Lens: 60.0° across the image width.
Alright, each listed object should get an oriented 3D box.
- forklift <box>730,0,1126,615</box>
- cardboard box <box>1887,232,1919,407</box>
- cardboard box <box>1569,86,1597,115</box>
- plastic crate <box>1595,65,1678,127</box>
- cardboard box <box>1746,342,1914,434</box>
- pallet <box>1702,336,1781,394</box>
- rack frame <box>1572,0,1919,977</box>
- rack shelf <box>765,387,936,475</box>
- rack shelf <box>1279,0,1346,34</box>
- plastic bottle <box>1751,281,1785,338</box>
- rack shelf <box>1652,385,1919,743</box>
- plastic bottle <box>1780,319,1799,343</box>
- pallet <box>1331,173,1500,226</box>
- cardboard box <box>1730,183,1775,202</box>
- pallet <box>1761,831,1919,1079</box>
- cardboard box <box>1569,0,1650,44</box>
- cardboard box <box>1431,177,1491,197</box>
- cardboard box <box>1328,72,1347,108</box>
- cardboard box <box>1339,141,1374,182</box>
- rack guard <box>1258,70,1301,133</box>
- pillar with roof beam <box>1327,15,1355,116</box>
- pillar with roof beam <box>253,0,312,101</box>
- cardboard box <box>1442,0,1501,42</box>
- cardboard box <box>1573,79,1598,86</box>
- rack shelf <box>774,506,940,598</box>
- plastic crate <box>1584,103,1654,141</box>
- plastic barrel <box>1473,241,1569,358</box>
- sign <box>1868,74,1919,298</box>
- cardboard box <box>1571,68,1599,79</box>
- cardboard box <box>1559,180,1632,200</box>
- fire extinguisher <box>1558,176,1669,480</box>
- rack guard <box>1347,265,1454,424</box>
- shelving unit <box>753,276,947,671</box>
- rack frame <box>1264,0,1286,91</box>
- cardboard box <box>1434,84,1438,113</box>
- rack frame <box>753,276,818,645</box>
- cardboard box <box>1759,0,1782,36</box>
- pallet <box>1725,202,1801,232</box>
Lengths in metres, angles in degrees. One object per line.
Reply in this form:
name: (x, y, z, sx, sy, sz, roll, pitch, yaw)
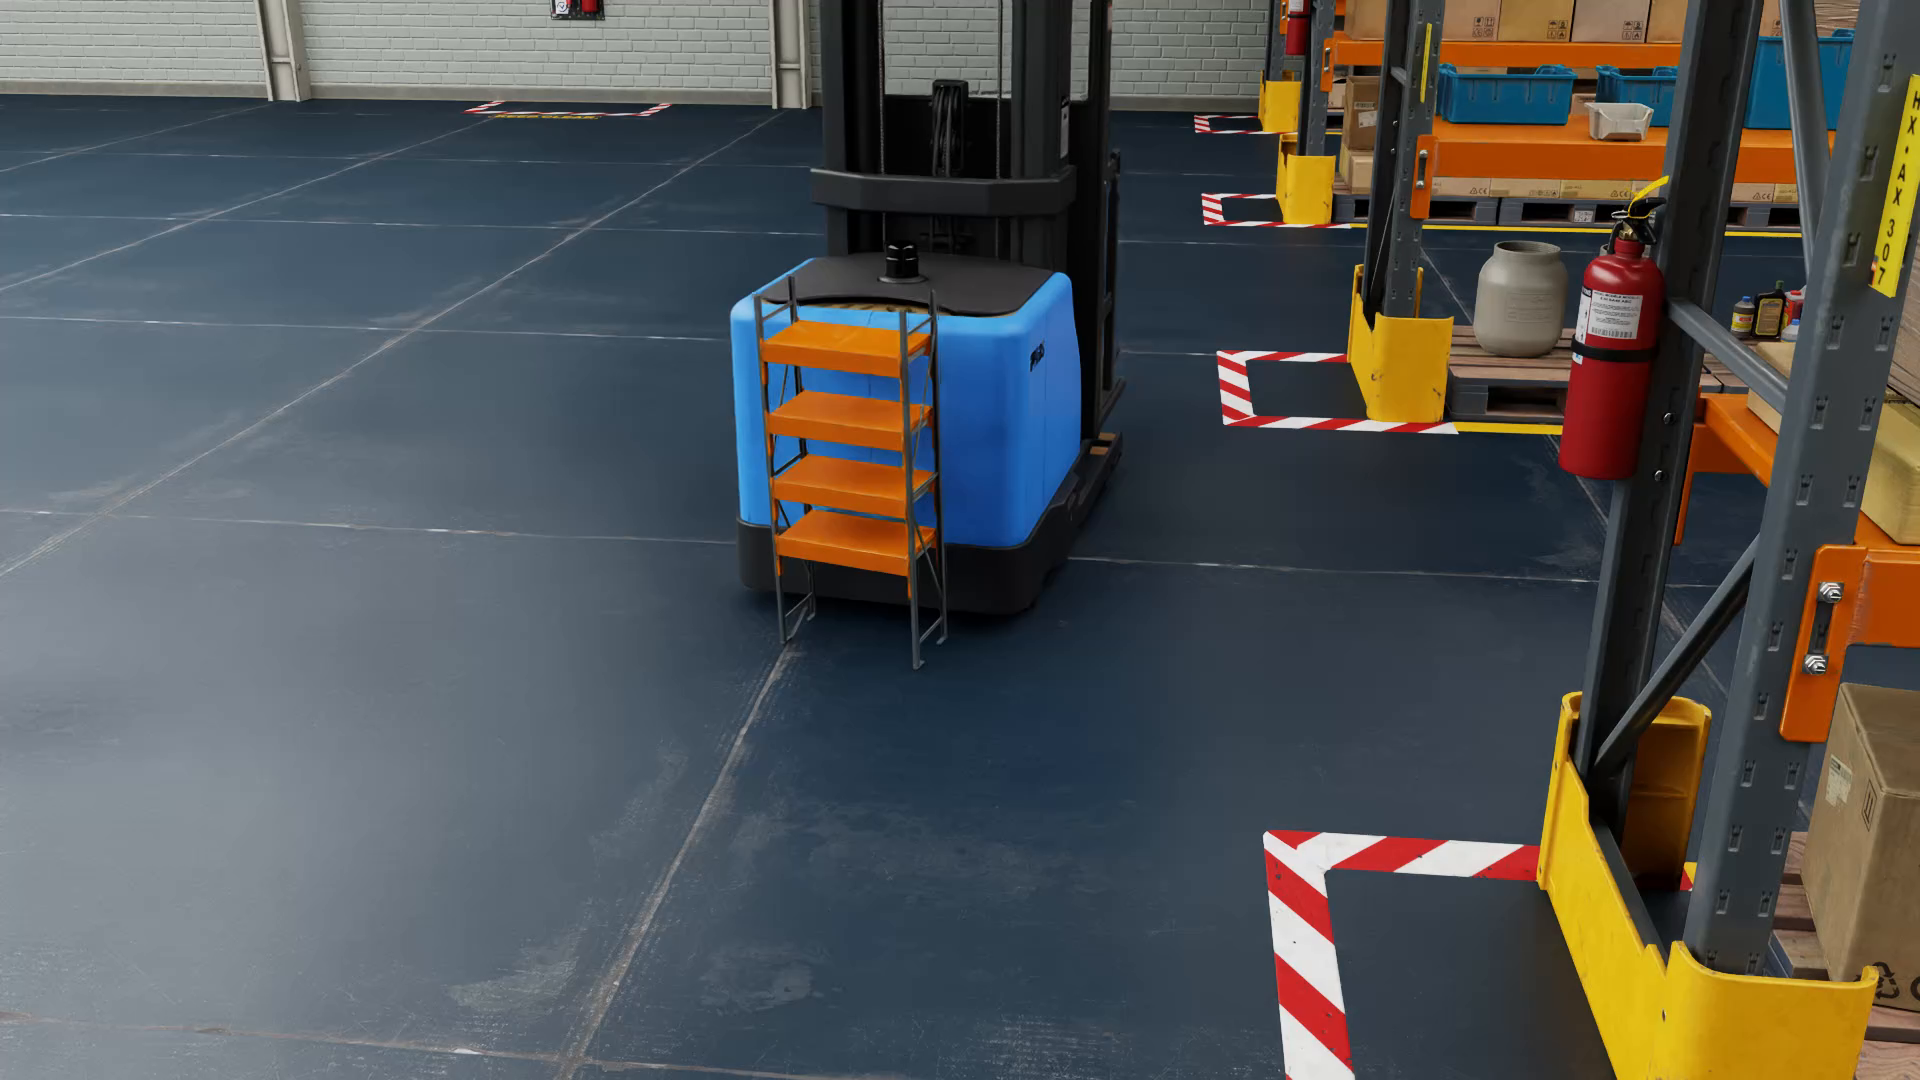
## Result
forklift: (0.084, -1.622, 6.556, 1.130, 2.935, 3.031, 5, 22, 14)
cardboard box: (2.054, -0.489, 3.057, 0.500, 0.500, 0.875, 2, 22, 6)
cardboard box: (4.676, -3.050, 12.224, 0.500, 0.500, 0.500, 2, 22, 6)
plastic crate: (3.271, -2.135, 7.963, 0.408, 0.251, 0.499, 2, 22, 6)
cardboard box: (1.819, -0.285, 3.422, 0.250, 0.149, 0.380, 2, 22, 6)
pallet: (4.189, -0.773, 8.108, 1.213, 0.211, 1.003, 2, 22, 6)
rack frame: (1.511, -0.338, 3.216, 0.127, 3.000, 1.000, 2, 22, 6)
rack shelf: (-0.340, -0.349, 5.245, 0.480, 0.148, 0.258, 9, 27, 21)
rack shelf: (5.246, -5.343, 16.853, 4.000, 0.370, 1.077, 2, 22, 6)
plastic bottle: (4.088, -1.170, 8.417, 0.133, 0.283, 0.061, 3, 22, 8)
rack shelf: (3.497, 0.083, 3.129, 4.000, 0.370, 1.077, 2, 22, 6)
plastic bottle: (3.858, -0.890, 7.725, 0.097, 0.271, 0.097, 0, 22, 0)
pallet: (3.445, -2.641, 12.832, 1.213, 0.211, 1.003, 2, 22, 6)
cardboard box: (5.671, -2.664, 12.267, 0.500, 0.250, 0.500, 2, 22, 6)
pallet: (2.389, 1.010, 3.599, 1.213, 0.211, 1.003, 2, 22, 6)
cardboard box: (4.680, -3.911, 12.116, 0.500, 0.500, 0.700, 3, 22, 8)
cardboard box: (3.684, -2.747, 12.477, 0.500, 0.250, 0.500, 2, 22, 6)
cardboard box: (3.936, -4.655, 17.194, 0.500, 0.311, 0.500, 0, 22, 0)
cardboard box: (3.248, -2.956, 13.007, 0.500, 0.250, 0.500, 2, 22, 6)
rack guard: (3.335, -4.598, 17.390, 0.348, 0.500, 1.175, 2, 22, 6)
pillar with roof beam: (3.550, -7.268, 12.583, 0.400, 9.000, 9.100, 2, 22, 6)
pillar with roof beam: (-8.366, -7.787, 13.896, 0.400, 9.000, 9.100, 2, 22, 6)
cardboard box: (3.665, -3.956, 12.230, 0.500, 0.500, 0.700, 3, 22, 8)
cardboard box: (4.739, -3.246, 12.719, 0.500, 0.500, 0.500, 2, 22, 6)
rack shelf: (-0.329, 0.035, 5.421, 0.480, 0.148, 0.258, 9, 27, 21)
plastic crate: (2.945, -1.868, 7.443, 0.250, 0.136, 0.298, 2, 22, 6)
plastic barrel: (2.757, -1.185, 8.169, 0.421, 0.512, 0.421, 0, 22, 0)
sign: (1.447, -0.543, 2.556, 0.005, 0.325, 0.100, 2, 22, 6)
cardboard box: (6.197, -4.663, 16.957, 0.500, 0.500, 0.500, 1, 22, 2)
cardboard box: (4.676, -2.702, 12.363, 0.500, 0.250, 0.500, 2, 22, 6)
fire extinguisher: (1.452, -0.476, 3.668, 0.183, 0.674, 0.296, 2, 22, 6)
rack guard: (2.175, -0.998, 8.285, 0.348, 0.500, 1.175, 2, 22, 6)
shelving unit: (-0.336, -0.207, 5.310, 0.503, 1.200, 0.258, 9, 27, 21)
rack frame: (3.260, -5.764, 16.939, 0.127, 3.000, 1.000, 2, 22, 6)
cardboard box: (3.684, -3.095, 12.337, 0.500, 0.500, 0.500, 2, 22, 6)
rack frame: (-0.560, -0.242, 5.399, 0.015, 1.200, 0.240, 9, 27, 21)
cardboard box: (5.687, -3.866, 12.002, 0.500, 0.500, 0.700, 2, 22, 6)
pallet: (5.868, -2.535, 12.565, 1.213, 0.211, 1.003, 2, 22, 6)
